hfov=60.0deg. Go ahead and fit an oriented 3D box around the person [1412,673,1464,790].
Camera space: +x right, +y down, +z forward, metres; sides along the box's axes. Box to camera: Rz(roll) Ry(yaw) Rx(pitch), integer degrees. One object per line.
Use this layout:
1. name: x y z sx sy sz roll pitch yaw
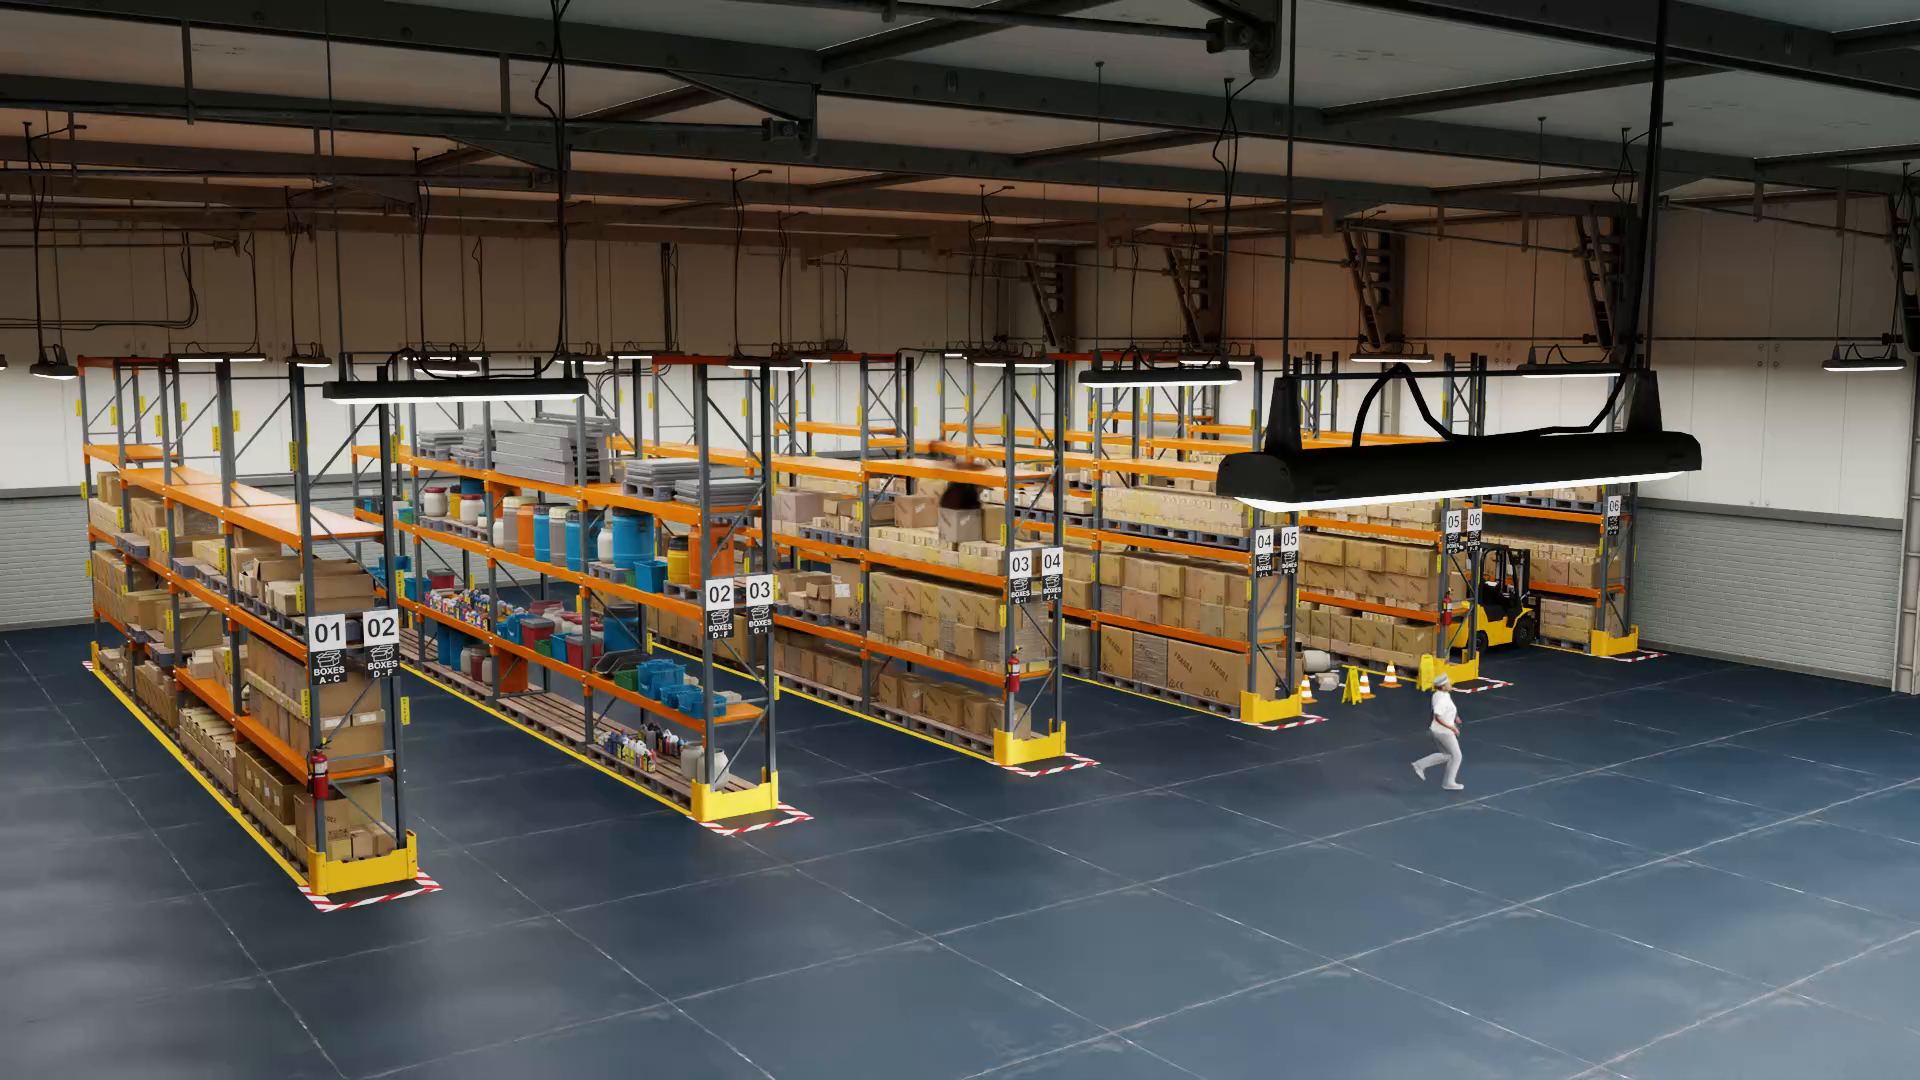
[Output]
1. person: 6.746 2.682 23.359 0.700 1.655 0.581 1 7 6
